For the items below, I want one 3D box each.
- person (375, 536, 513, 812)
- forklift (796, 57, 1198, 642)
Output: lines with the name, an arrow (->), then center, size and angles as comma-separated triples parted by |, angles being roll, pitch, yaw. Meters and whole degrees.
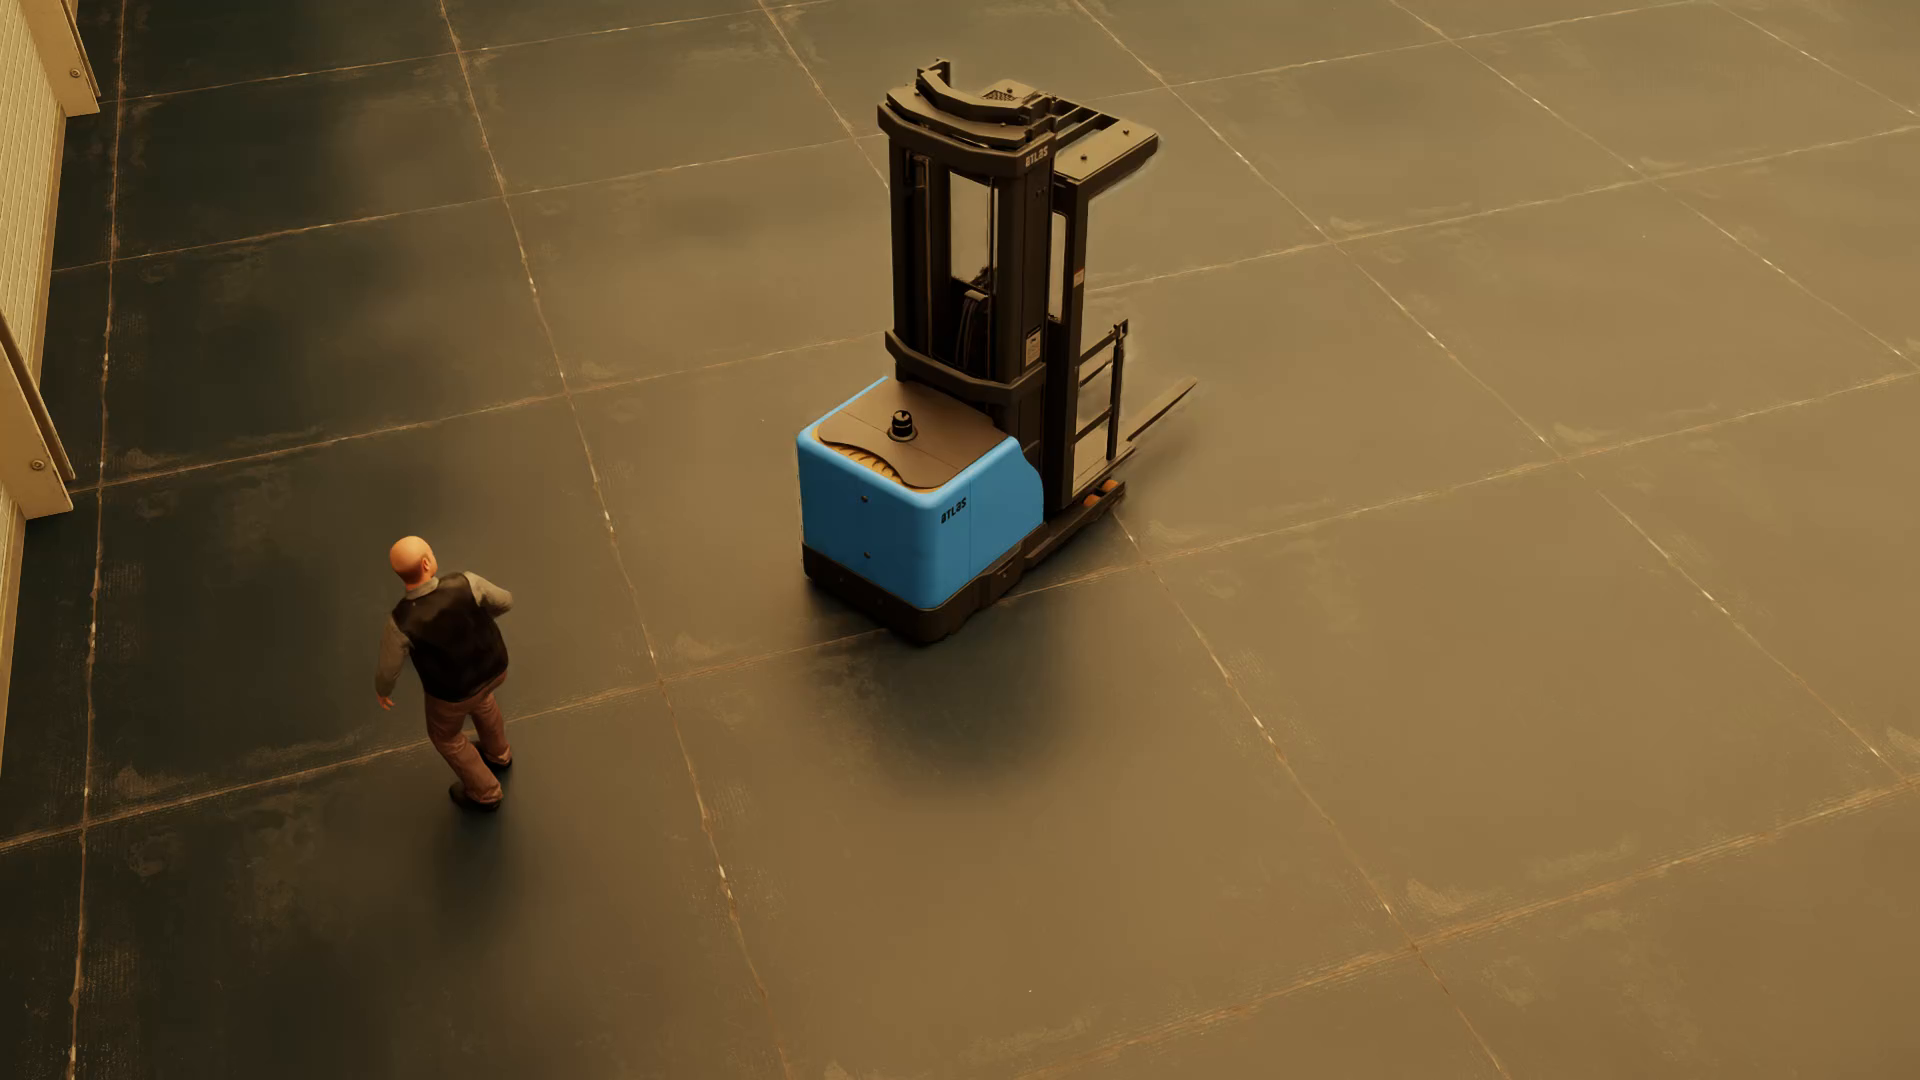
person -> -2.534, 0.651, 8.201 | 0.516, 1.687, 0.731 | 27, 47, 29
forklift -> 0.387, -1.426, 9.695 | 1.130, 2.935, 3.031 | 28, 47, 29
